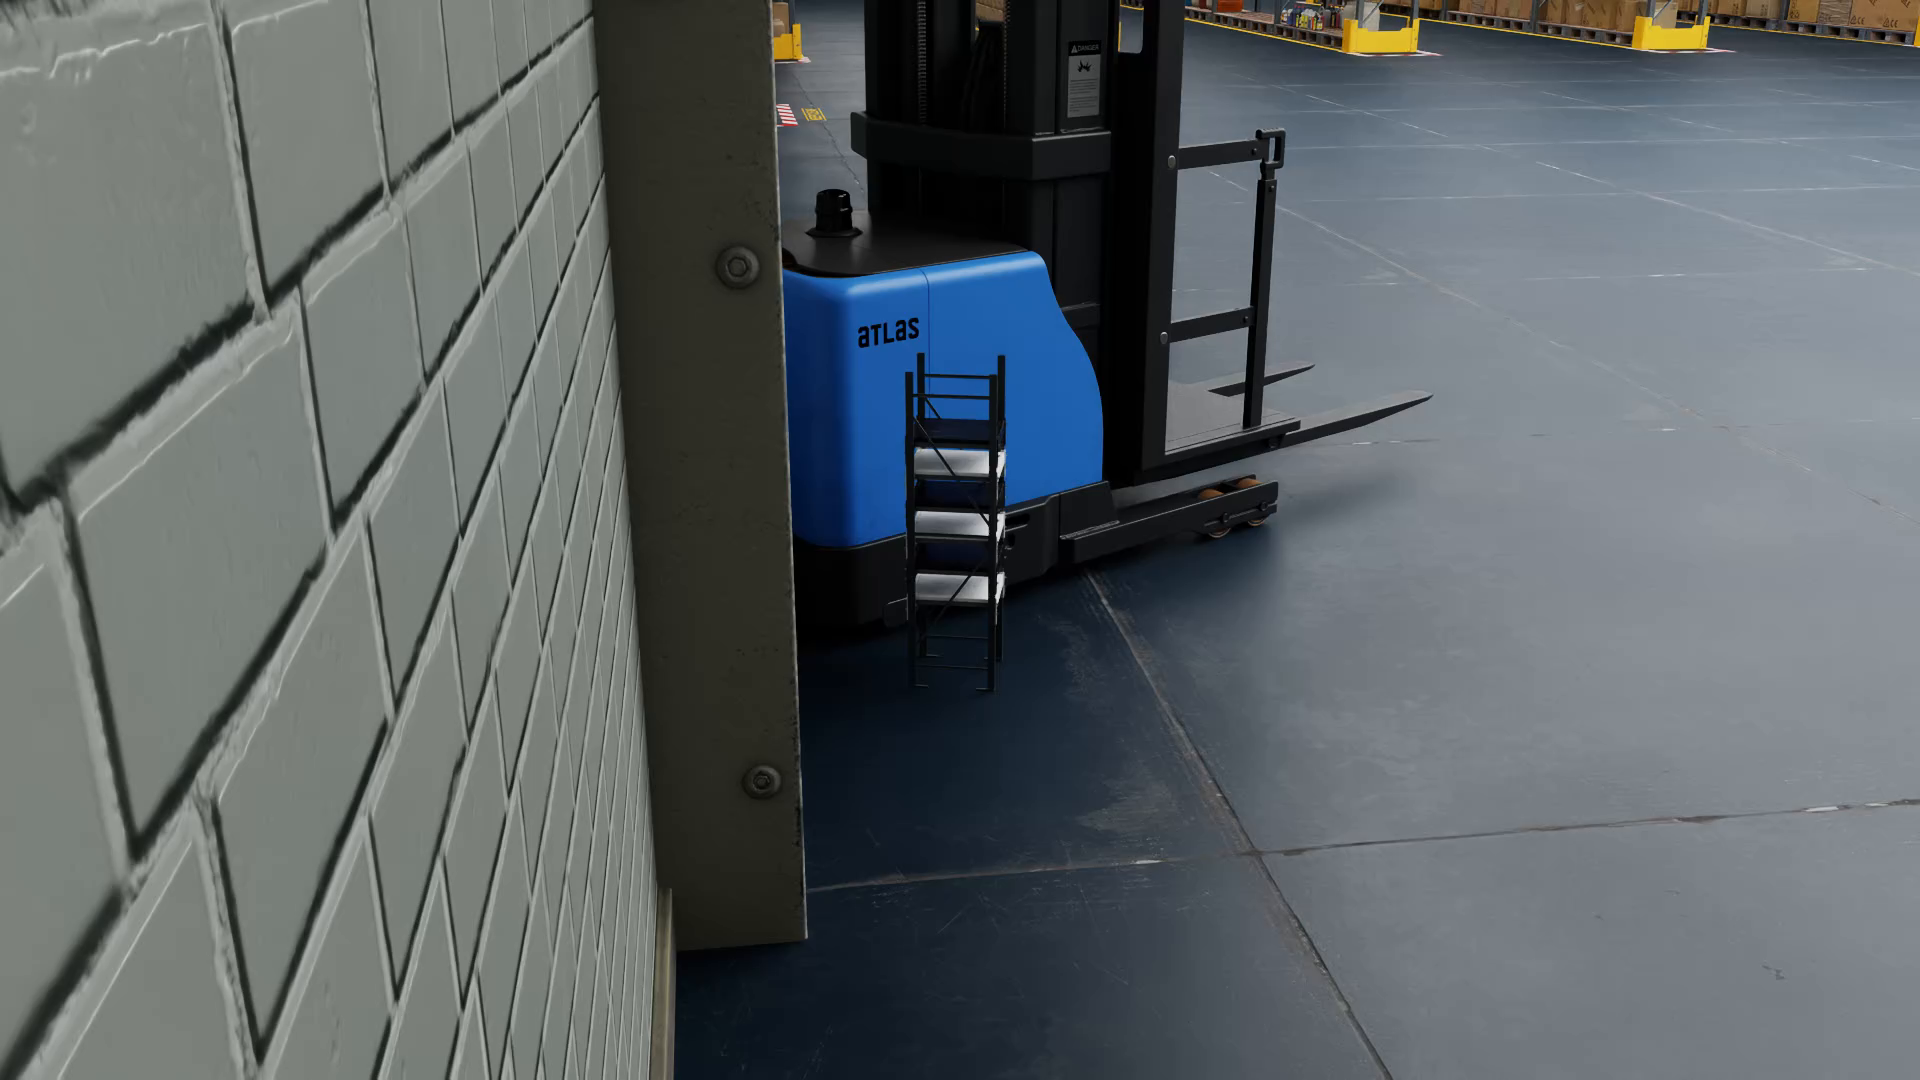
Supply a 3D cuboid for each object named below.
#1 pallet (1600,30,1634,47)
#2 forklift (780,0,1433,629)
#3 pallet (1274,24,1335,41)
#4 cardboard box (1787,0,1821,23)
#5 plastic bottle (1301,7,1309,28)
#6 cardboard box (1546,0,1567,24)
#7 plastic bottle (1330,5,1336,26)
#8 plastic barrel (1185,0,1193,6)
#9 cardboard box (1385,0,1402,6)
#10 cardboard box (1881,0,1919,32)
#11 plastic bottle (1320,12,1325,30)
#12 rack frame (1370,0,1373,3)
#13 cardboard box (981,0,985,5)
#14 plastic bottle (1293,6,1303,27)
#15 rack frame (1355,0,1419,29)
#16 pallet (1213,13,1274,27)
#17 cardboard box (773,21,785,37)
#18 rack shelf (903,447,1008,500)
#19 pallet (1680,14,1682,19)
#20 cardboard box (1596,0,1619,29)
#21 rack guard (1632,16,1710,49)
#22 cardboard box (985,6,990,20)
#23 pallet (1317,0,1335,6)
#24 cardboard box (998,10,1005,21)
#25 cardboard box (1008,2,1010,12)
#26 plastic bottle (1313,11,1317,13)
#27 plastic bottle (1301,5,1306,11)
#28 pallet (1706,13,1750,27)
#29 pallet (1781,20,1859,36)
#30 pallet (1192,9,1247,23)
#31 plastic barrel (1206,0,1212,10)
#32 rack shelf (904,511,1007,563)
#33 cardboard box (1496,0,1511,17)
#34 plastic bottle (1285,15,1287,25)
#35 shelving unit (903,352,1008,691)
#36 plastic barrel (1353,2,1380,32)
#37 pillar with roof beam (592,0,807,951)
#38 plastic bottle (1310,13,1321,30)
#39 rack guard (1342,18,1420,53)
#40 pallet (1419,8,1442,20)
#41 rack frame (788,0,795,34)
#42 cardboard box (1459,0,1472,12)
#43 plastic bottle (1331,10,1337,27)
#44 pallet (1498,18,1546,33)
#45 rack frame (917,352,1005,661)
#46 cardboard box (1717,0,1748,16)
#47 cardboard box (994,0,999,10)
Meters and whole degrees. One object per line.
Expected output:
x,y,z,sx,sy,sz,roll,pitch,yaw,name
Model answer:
11.609,-8.493,28.154,1.003,0.211,1.213,-3,21,-8,pallet
0.495,-1.509,5.568,3.031,2.935,1.130,-15,25,-35,forklift
6.279,-9.084,29.737,1.003,0.211,1.213,-3,21,-8,pallet
16.069,-10.070,30.828,0.875,0.875,0.875,-3,21,-7,cardboard box
6.018,-9.077,28.890,0.144,0.351,0.185,-3,21,-8,plastic bottle
11.143,-9.760,30.534,0.500,0.500,0.500,-4,21,-9,cardboard box
6.629,-9.315,29.528,0.144,0.351,0.185,-4,21,-10,plastic bottle
5.234,-12.174,36.424,0.600,0.901,0.708,-3,21,-8,plastic barrel
10.214,-12.316,36.841,1.225,0.875,0.875,-4,21,-10,cardboard box
16.461,-9.138,28.332,0.875,0.875,0.875,-3,21,-7,cardboard box
6.198,-8.882,28.463,0.061,0.283,0.133,-3,21,-8,plastic bottle
9.972,-13.645,37.962,1.000,3.000,0.127,-3,21,-8,rack frame
0.685,-10.379,31.745,0.500,0.311,0.500,-3,21,-9,cardboard box
5.957,-9.225,29.284,0.144,0.351,0.185,-4,21,-10,plastic bottle
6.800,-9.240,26.169,1.000,3.000,0.127,-3,21,-8,rack frame
5.720,-10.434,33.350,1.003,0.211,1.213,-3,21,-8,pallet
-3.014,-7.931,25.878,0.500,0.311,0.500,-5,21,-14,cardboard box
-0.010,-0.182,4.499,0.258,0.077,0.200,3,21,7,rack shelf
15.360,-11.439,36.042,1.003,0.211,1.213,-3,21,-8,pallet
11.437,-9.156,28.915,0.500,0.500,0.500,-1,21,-3,cardboard box
11.691,-8.345,27.346,1.175,0.500,0.348,-3,21,-8,rack guard
0.758,-9.943,31.380,0.500,0.250,0.500,-2,21,-7,cardboard box
9.588,-13.450,41.427,1.003,0.211,1.213,-3,21,-8,pallet
0.975,-9.414,29.964,0.500,0.250,0.500,-3,21,-8,cardboard box
1.079,-9.460,29.016,0.500,0.500,0.500,-3,21,-8,cardboard box
6.161,-9.059,28.947,0.152,0.276,0.135,-3,21,-8,plastic bottle
6.072,-9.297,29.479,0.144,0.351,0.185,-3,21,-8,plastic bottle
15.683,-10.470,33.448,1.003,0.211,1.213,-3,21,-8,pallet
16.080,-9.517,30.894,1.003,0.211,1.213,-3,21,-8,pallet
5.492,-10.975,34.798,1.003,0.211,1.213,-3,21,-8,pallet
5.390,-11.401,34.909,0.421,0.512,0.421,0,20,0,plastic barrel
-0.010,-0.014,4.561,0.258,0.077,0.200,3,21,7,rack shelf
10.927,-10.483,32.442,0.700,0.500,0.500,-5,21,-12,cardboard box
5.865,-9.317,29.746,0.097,0.201,0.097,0,20,0,plastic bottle
-0.010,-0.045,4.550,0.258,0.900,0.210,3,21,7,shelving unit
6.630,-8.495,27.131,0.421,0.512,0.421,0,20,0,plastic barrel
3.760,-3.657,2.647,9.100,9.000,0.400,-3,21,-8,pillar with roof beam
6.093,-8.873,28.449,0.152,0.276,0.135,-3,21,-7,plastic bottle
6.743,-8.093,26.670,1.175,0.500,0.348,-3,21,-8,rack guard
10.509,-11.230,35.483,1.003,0.211,1.213,-3,21,-8,pallet
-3.003,-8.741,24.831,1.000,3.000,0.127,-3,21,-8,rack frame
10.665,-11.064,33.996,0.700,0.500,0.500,-4,21,-11,cardboard box
6.578,-9.158,29.202,0.061,0.283,0.133,-3,21,-8,plastic bottle
11.011,-9.838,31.755,1.003,0.211,1.213,-3,21,-8,pallet
0.003,-0.080,4.644,0.240,0.900,0.006,3,21,7,rack frame
15.734,-10.778,32.900,1.050,0.750,0.750,-3,21,-8,cardboard box
0.898,-9.854,30.339,0.500,0.311,0.500,-2,21,-6,cardboard box
